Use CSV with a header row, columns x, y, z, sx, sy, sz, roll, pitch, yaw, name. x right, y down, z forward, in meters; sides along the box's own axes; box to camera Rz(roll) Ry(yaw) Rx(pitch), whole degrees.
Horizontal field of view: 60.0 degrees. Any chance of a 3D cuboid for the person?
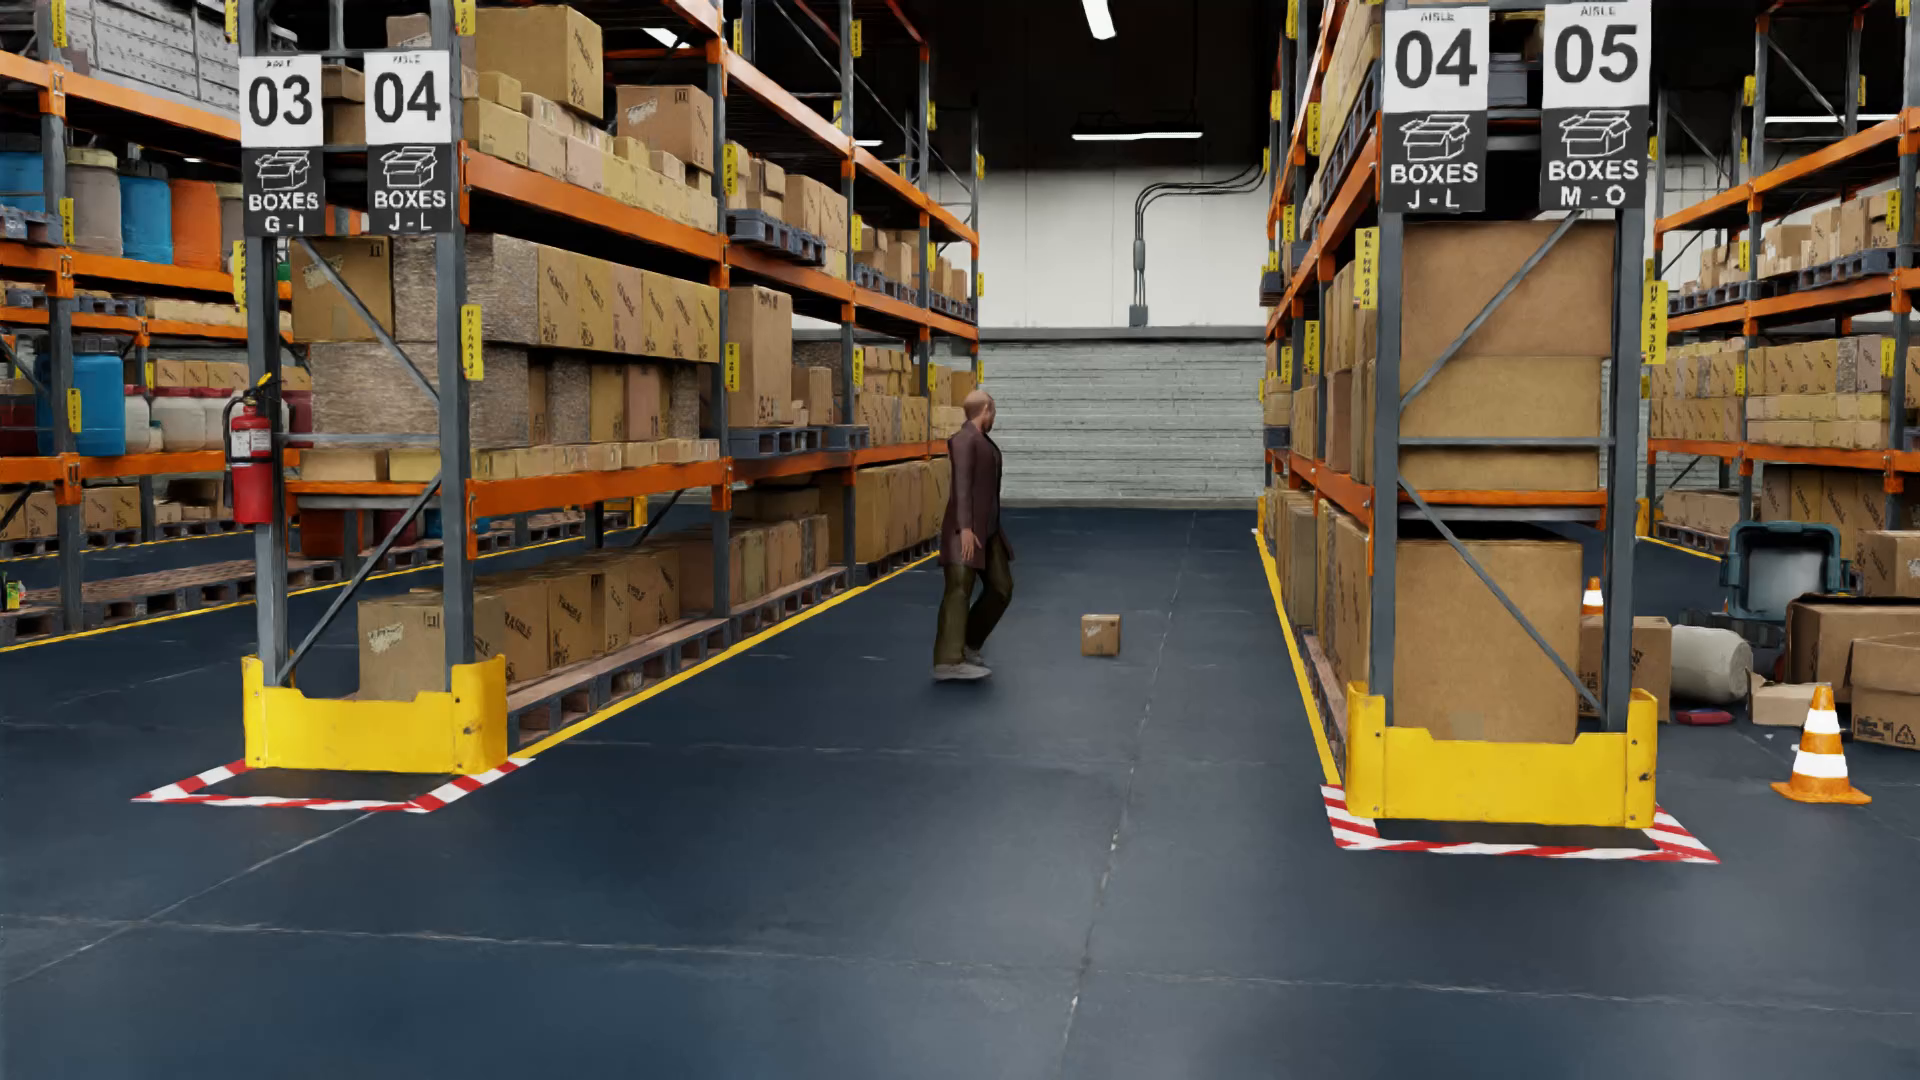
x,y,z,sx,sy,sz,roll,pitch,yaw,name
0.074,-0.047,10.193,0.464,1.749,0.666,2,5,26,person
